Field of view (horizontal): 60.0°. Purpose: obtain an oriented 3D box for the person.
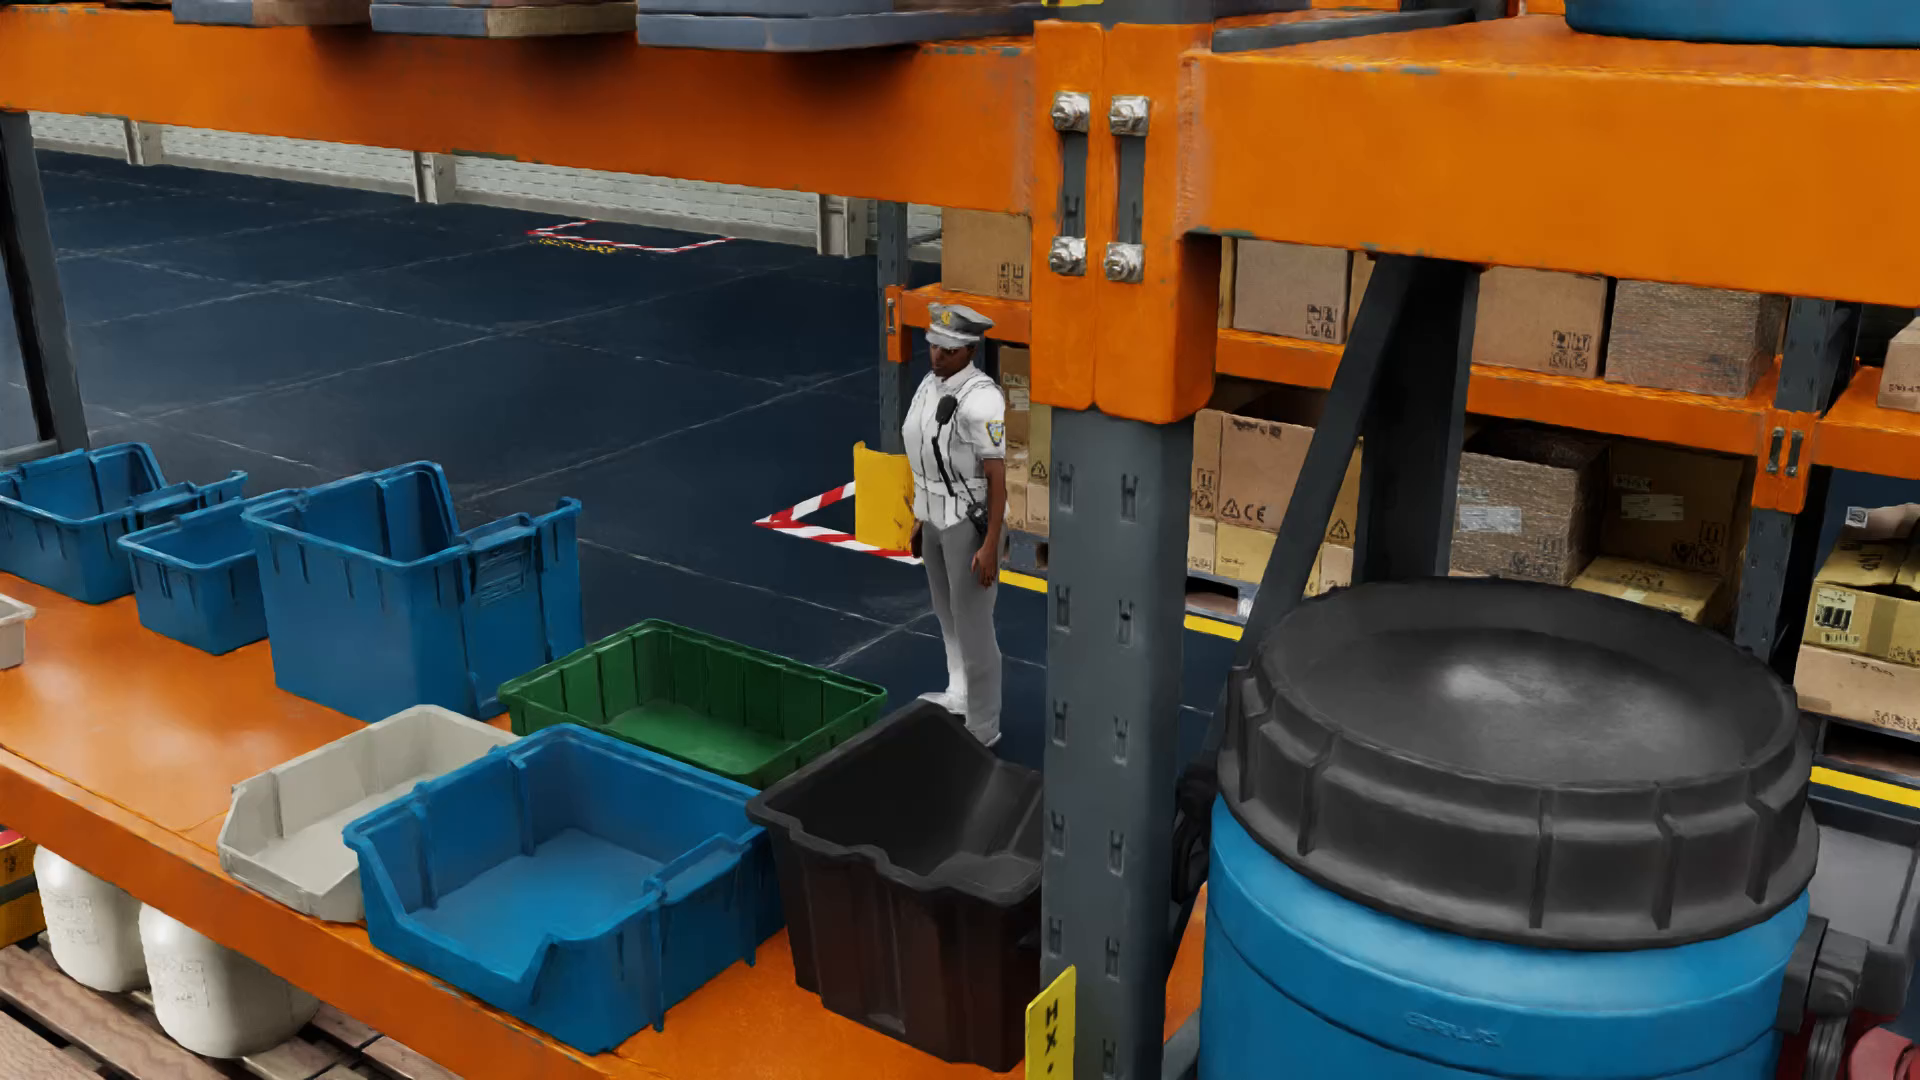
[{"bbox_3d":[-0.009,-0.049,6.121,0.369,1.682,0.577,-11,23,-28],"label":"person"}]
